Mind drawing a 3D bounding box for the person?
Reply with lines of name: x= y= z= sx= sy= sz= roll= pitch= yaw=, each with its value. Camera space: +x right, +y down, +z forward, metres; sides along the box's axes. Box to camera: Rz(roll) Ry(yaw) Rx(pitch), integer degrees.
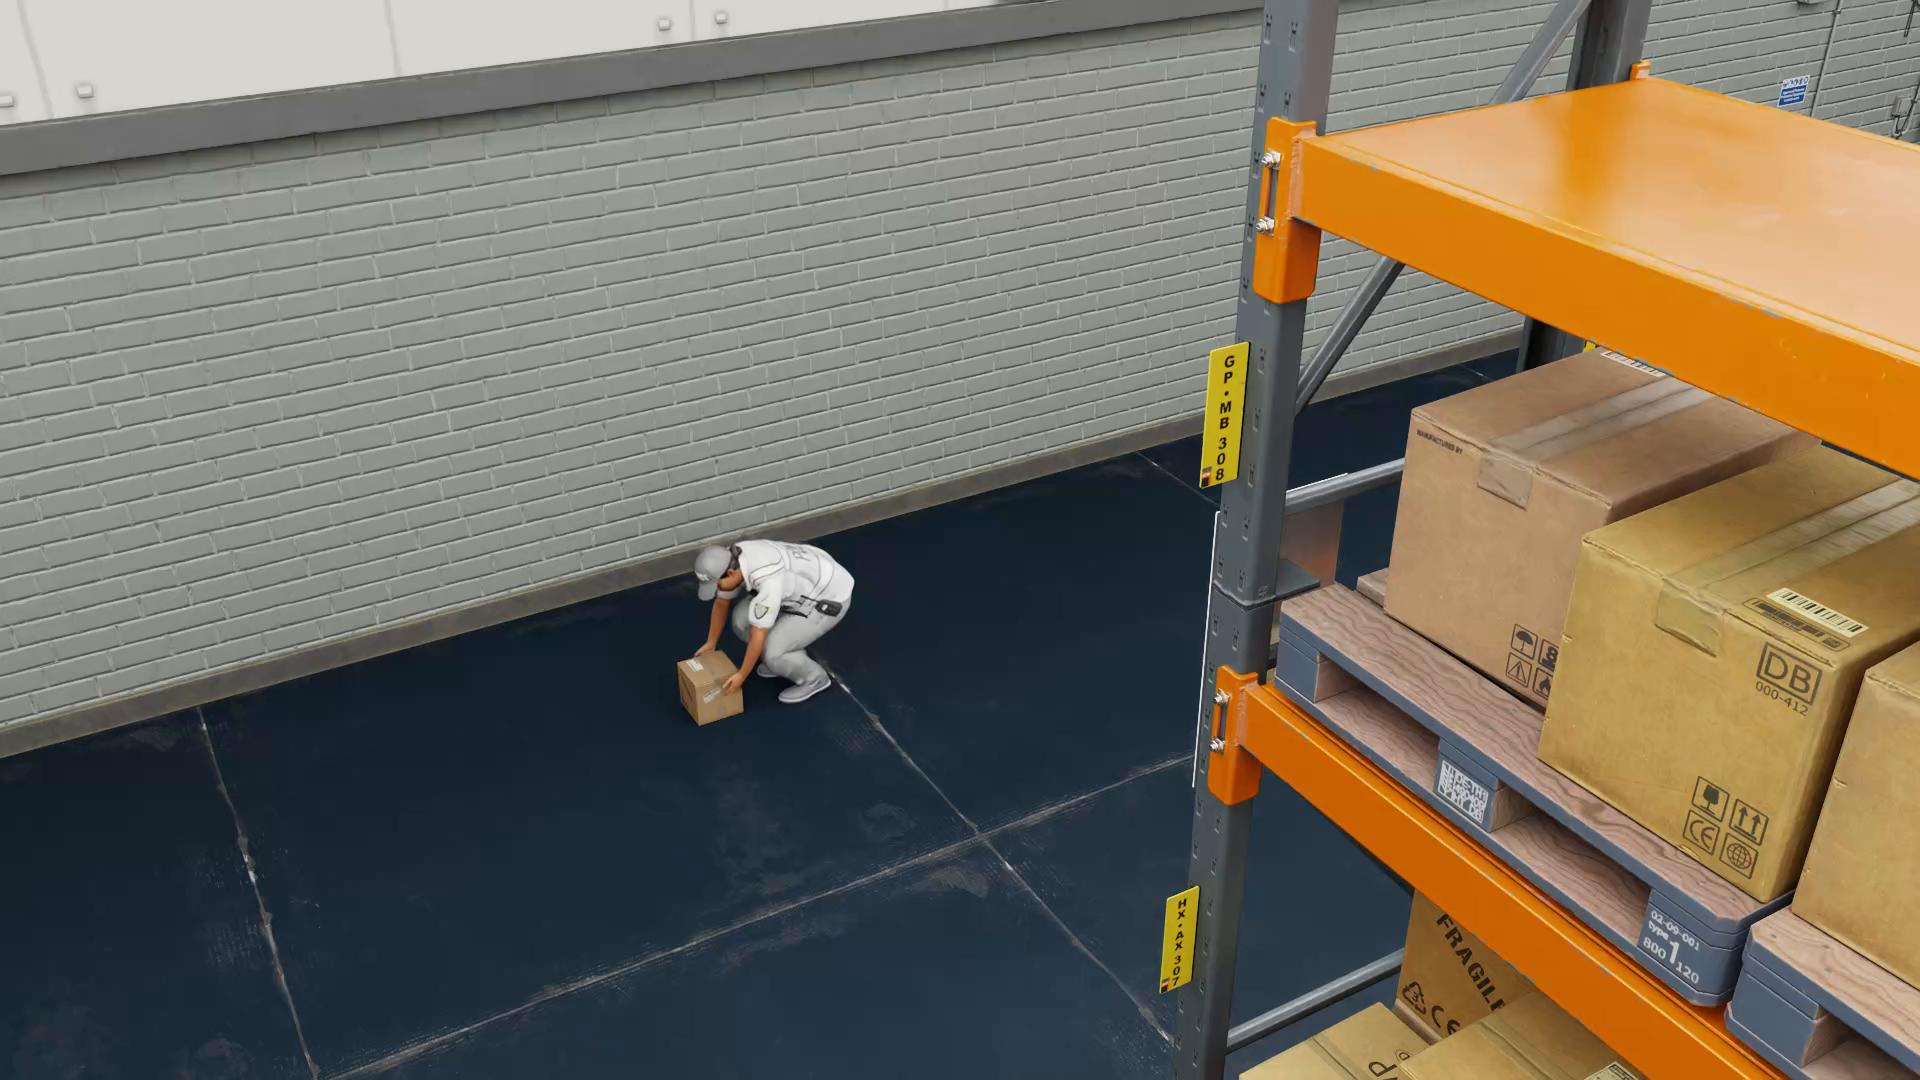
person: x=-0.961 y=0.369 z=8.613 sx=0.849 sy=0.969 sz=0.527 roll=-16 pitch=33 yaw=-26
